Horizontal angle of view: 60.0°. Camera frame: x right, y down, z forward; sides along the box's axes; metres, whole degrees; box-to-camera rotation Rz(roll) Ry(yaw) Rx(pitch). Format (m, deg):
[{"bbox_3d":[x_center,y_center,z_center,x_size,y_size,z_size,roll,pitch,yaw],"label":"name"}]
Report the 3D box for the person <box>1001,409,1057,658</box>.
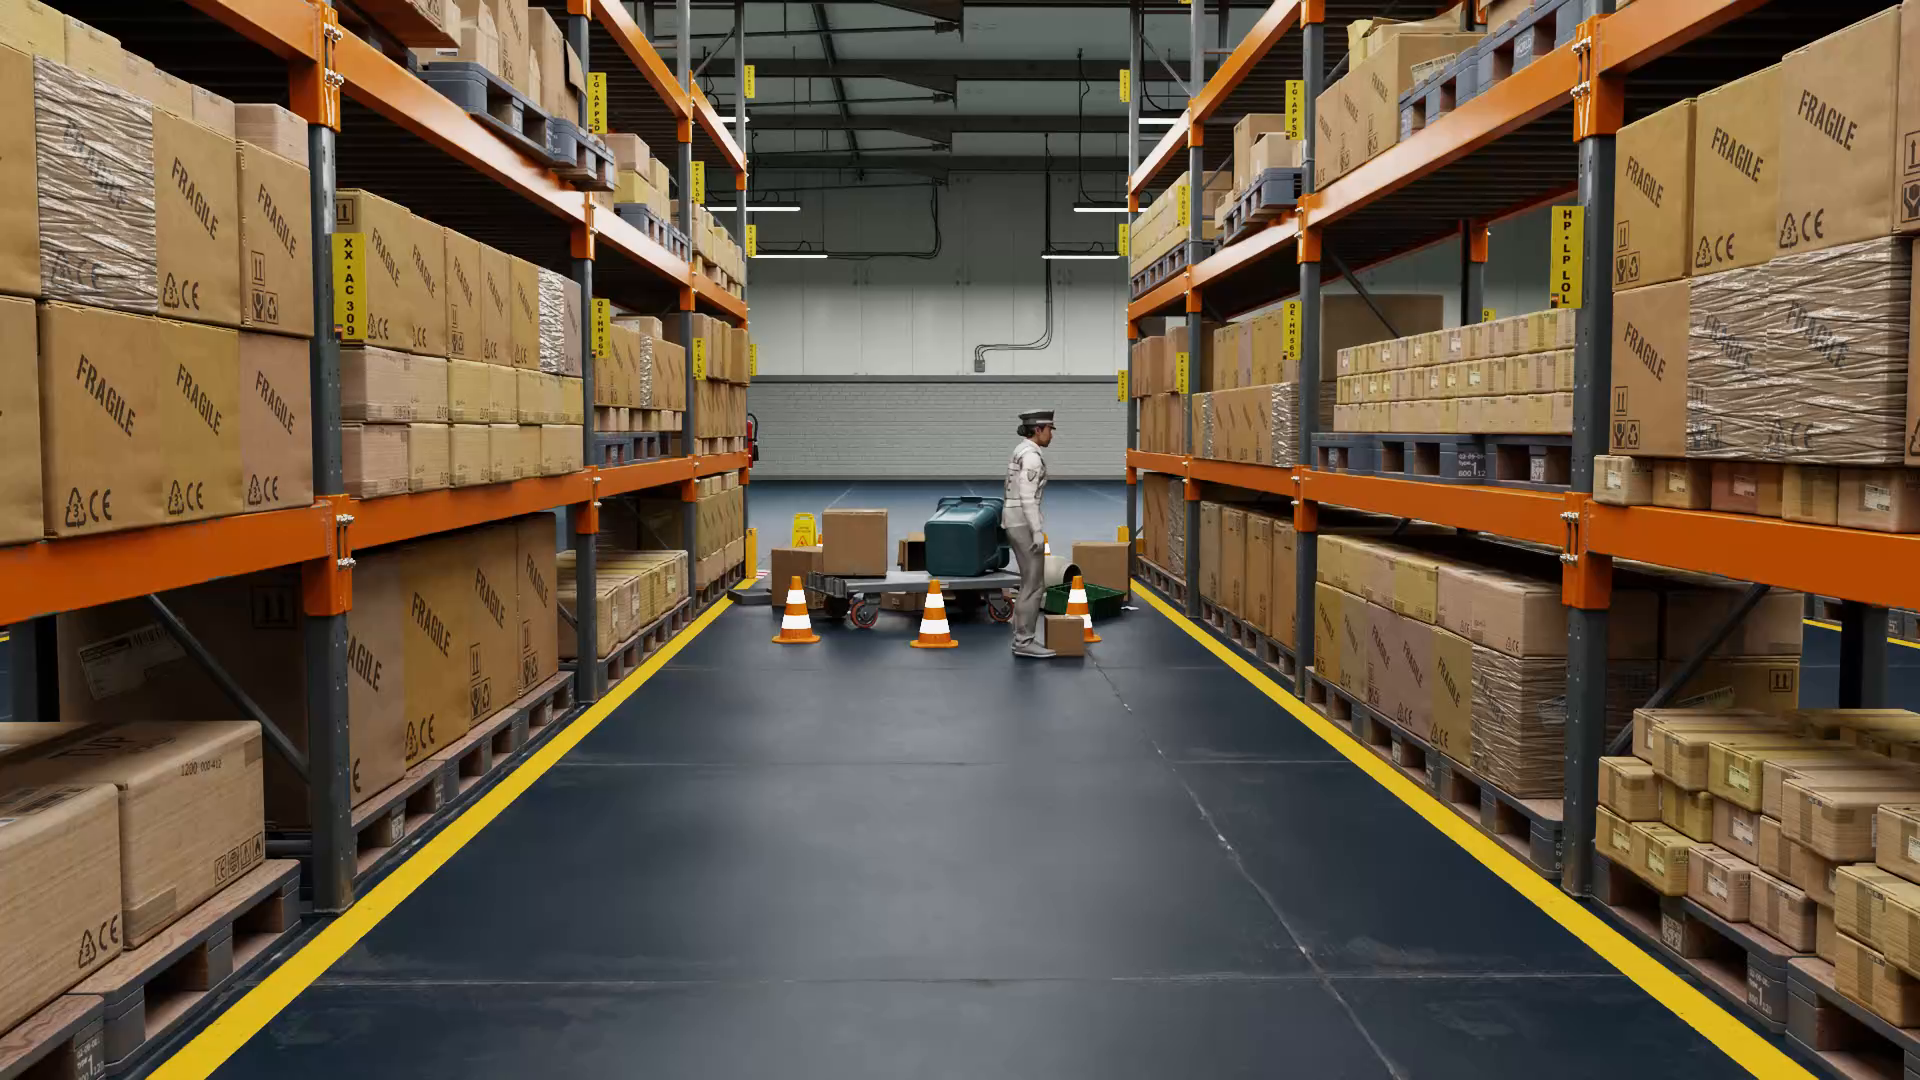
[{"bbox_3d":[0.468,-0.054,11.270,0.372,1.663,0.531,0,4,-4],"label":"person"}]
